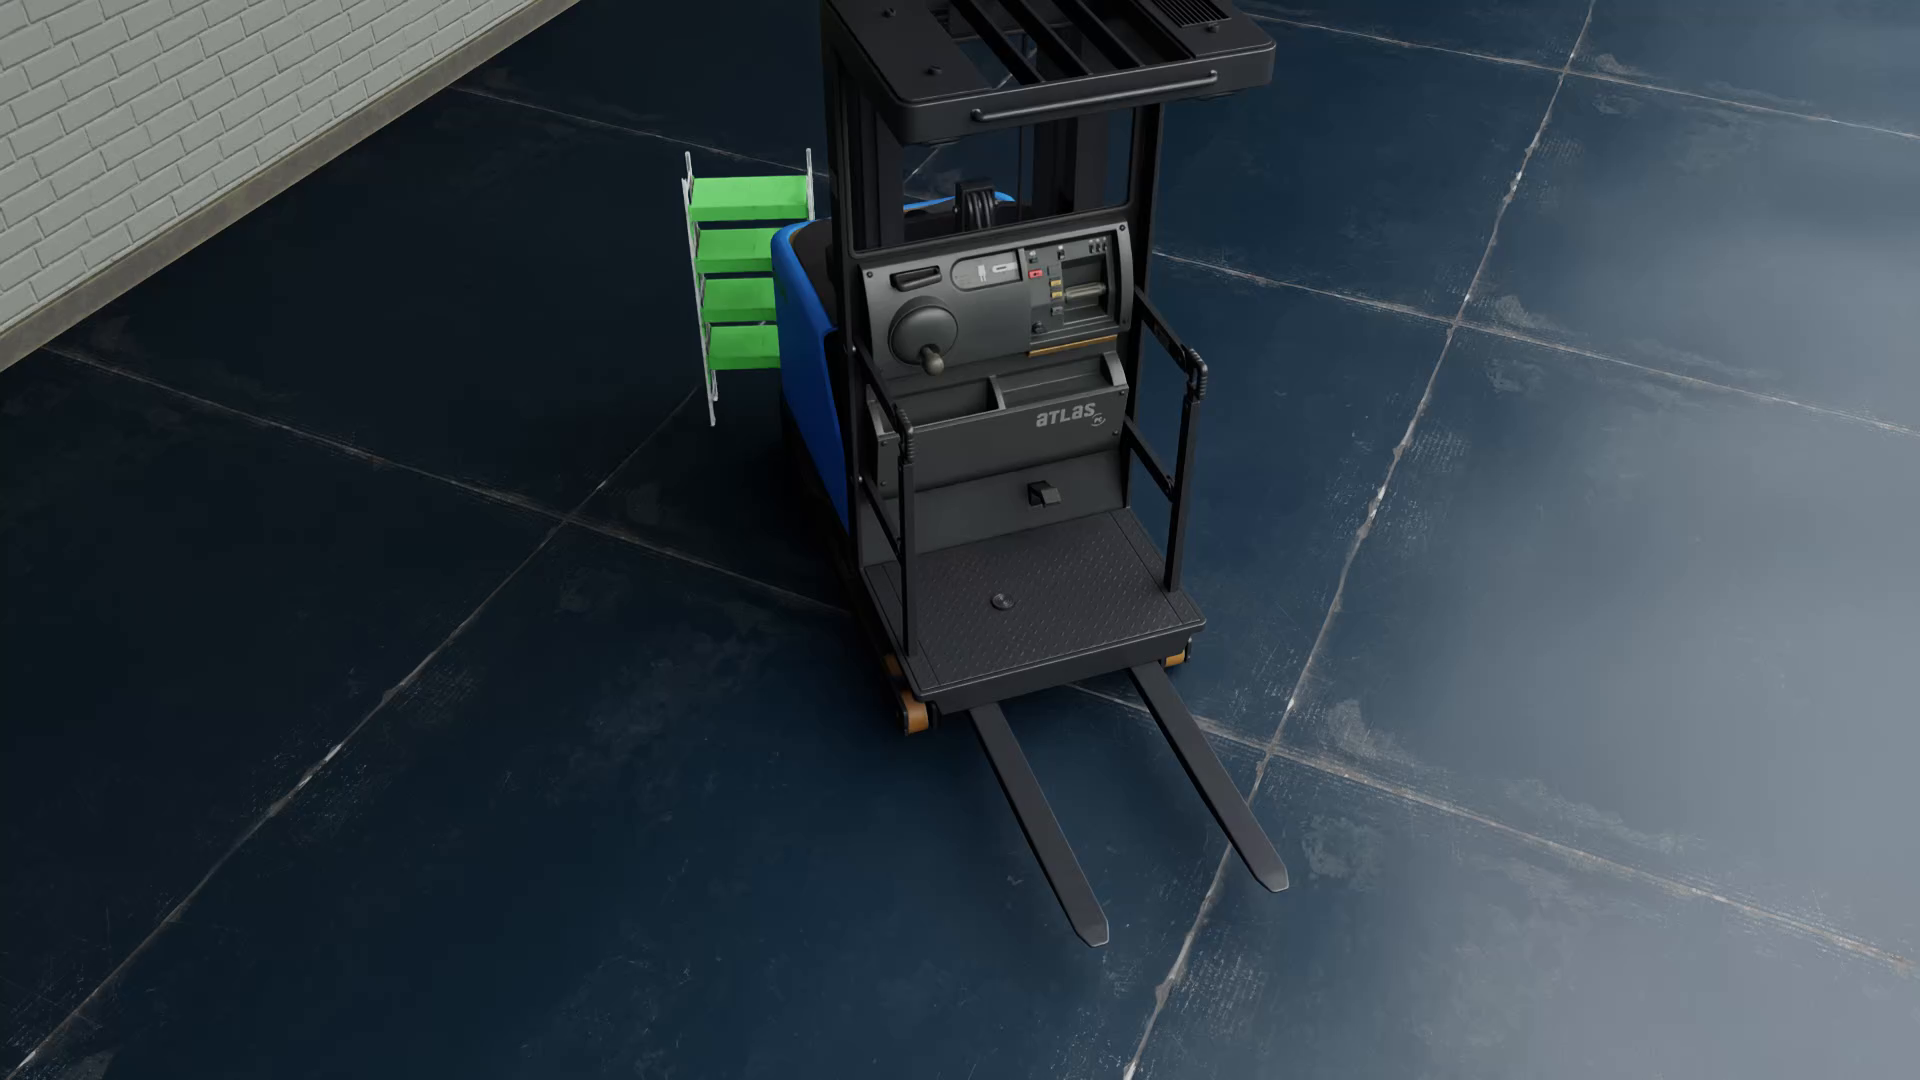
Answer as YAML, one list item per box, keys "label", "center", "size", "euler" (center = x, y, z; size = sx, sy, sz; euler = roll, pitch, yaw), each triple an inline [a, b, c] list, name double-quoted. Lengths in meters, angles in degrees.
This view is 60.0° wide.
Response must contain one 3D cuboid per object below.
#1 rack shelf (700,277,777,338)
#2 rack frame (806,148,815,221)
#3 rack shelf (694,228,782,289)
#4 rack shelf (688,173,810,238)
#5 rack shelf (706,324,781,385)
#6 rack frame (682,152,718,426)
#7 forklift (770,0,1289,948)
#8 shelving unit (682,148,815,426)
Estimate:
- label: "rack shelf"
  center: [-0.852, -0.998, 7.081]
  size: [0.480, 0.148, 0.258]
  euler: [-2, 40, -3]
- label: "rack frame"
  center: [-0.608, -1.056, 7.051]
  size: [0.015, 1.200, 0.240]
  euler: [-2, 40, -3]
- label: "rack shelf"
  center: [-0.852, -1.181, 6.926]
  size: [0.480, 0.148, 0.258]
  euler: [-2, 40, -3]
- label: "rack shelf"
  center: [-0.852, -1.363, 6.770]
  size: [0.480, 0.148, 0.258]
  euler: [-2, 40, -3]
- label: "rack shelf"
  center: [-0.852, -0.815, 7.237]
  size: [0.480, 0.148, 0.258]
  euler: [-2, 40, -3]
- label: "rack frame"
  center: [-1.095, -1.037, 7.029]
  size: [0.015, 1.200, 0.240]
  euler: [-2, 40, -3]
- label: "forklift"
  center: [0.207, -0.722, 5.345]
  size: [1.130, 2.935, 3.031]
  euler: [-13, 43, -15]
- label: "shelving unit"
  center: [-0.852, -1.047, 7.040]
  size: [0.503, 1.200, 0.258]
  euler: [-2, 40, -3]
